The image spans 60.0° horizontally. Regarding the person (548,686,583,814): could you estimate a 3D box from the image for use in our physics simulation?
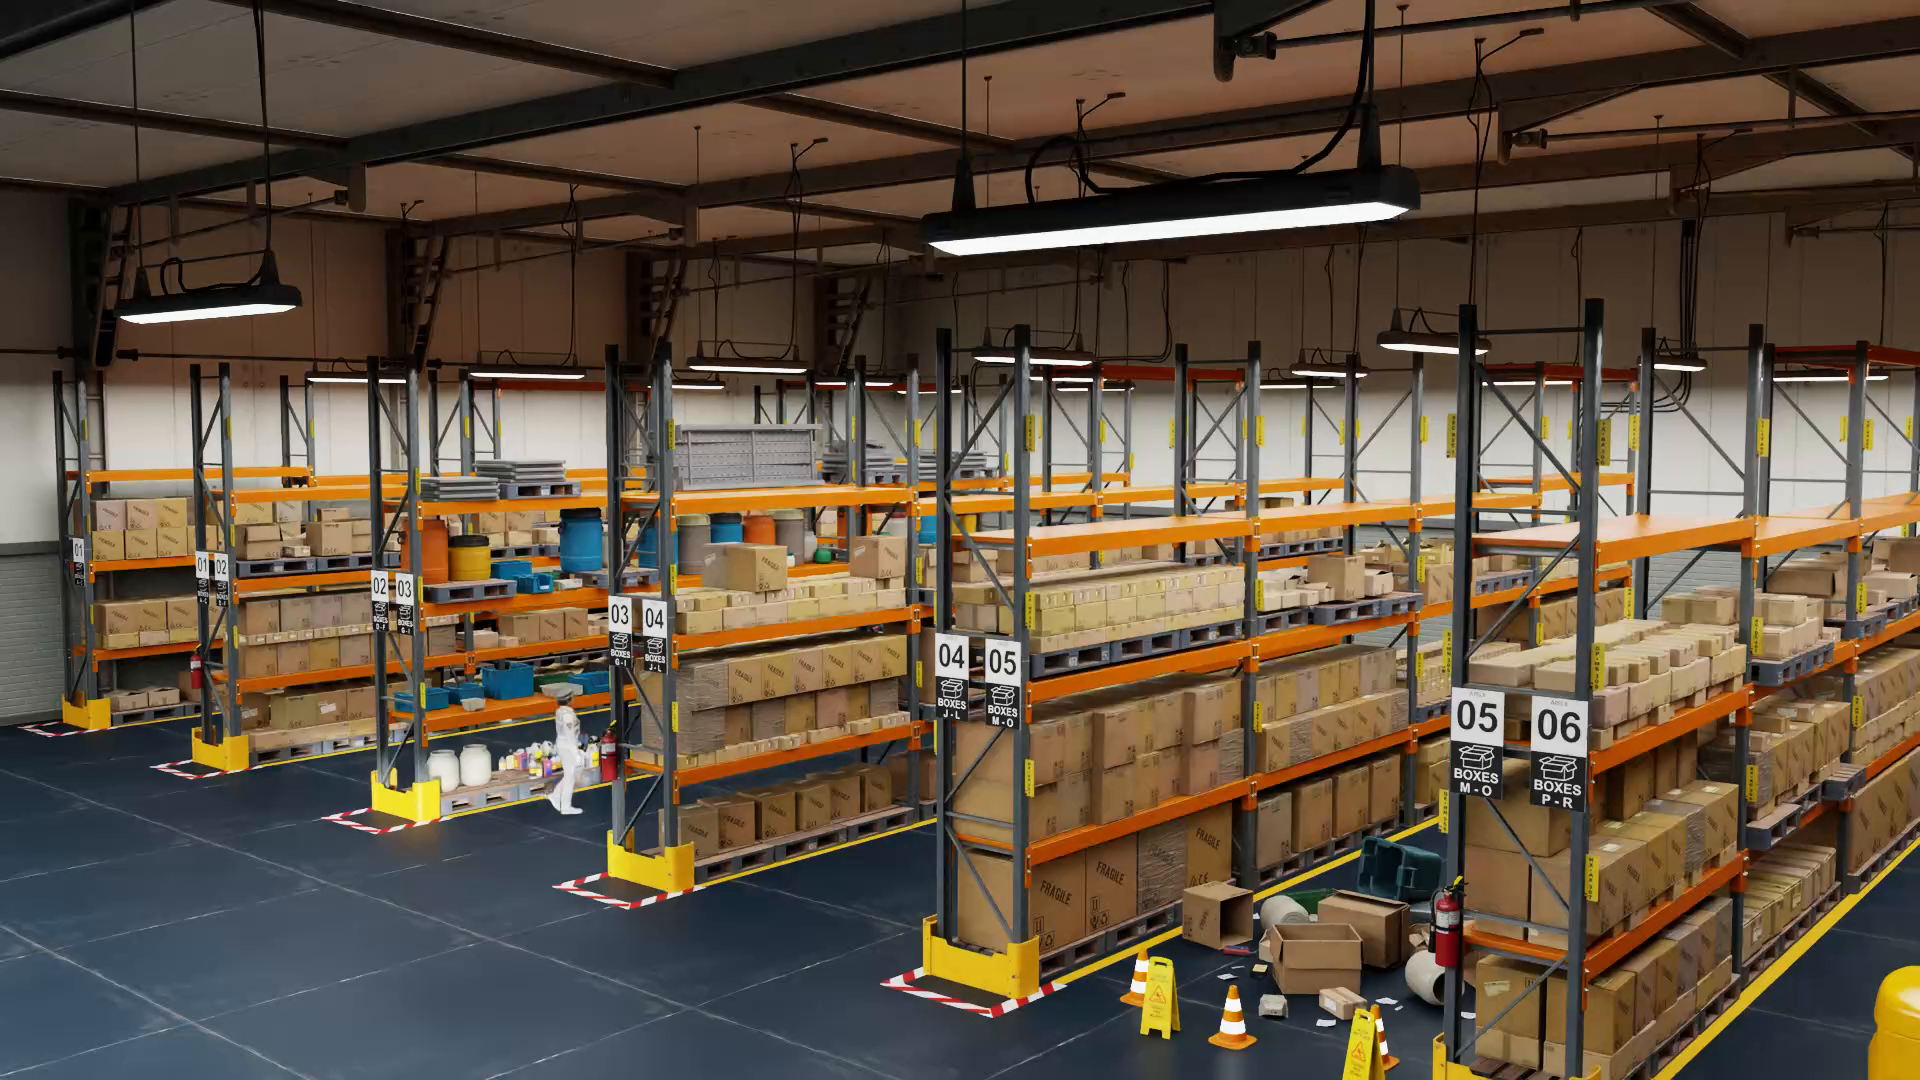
[{"bbox_3d":[-5.135,2.743,21.687,0.436,1.685,0.488,-1,4,-19],"label":"person"}]
